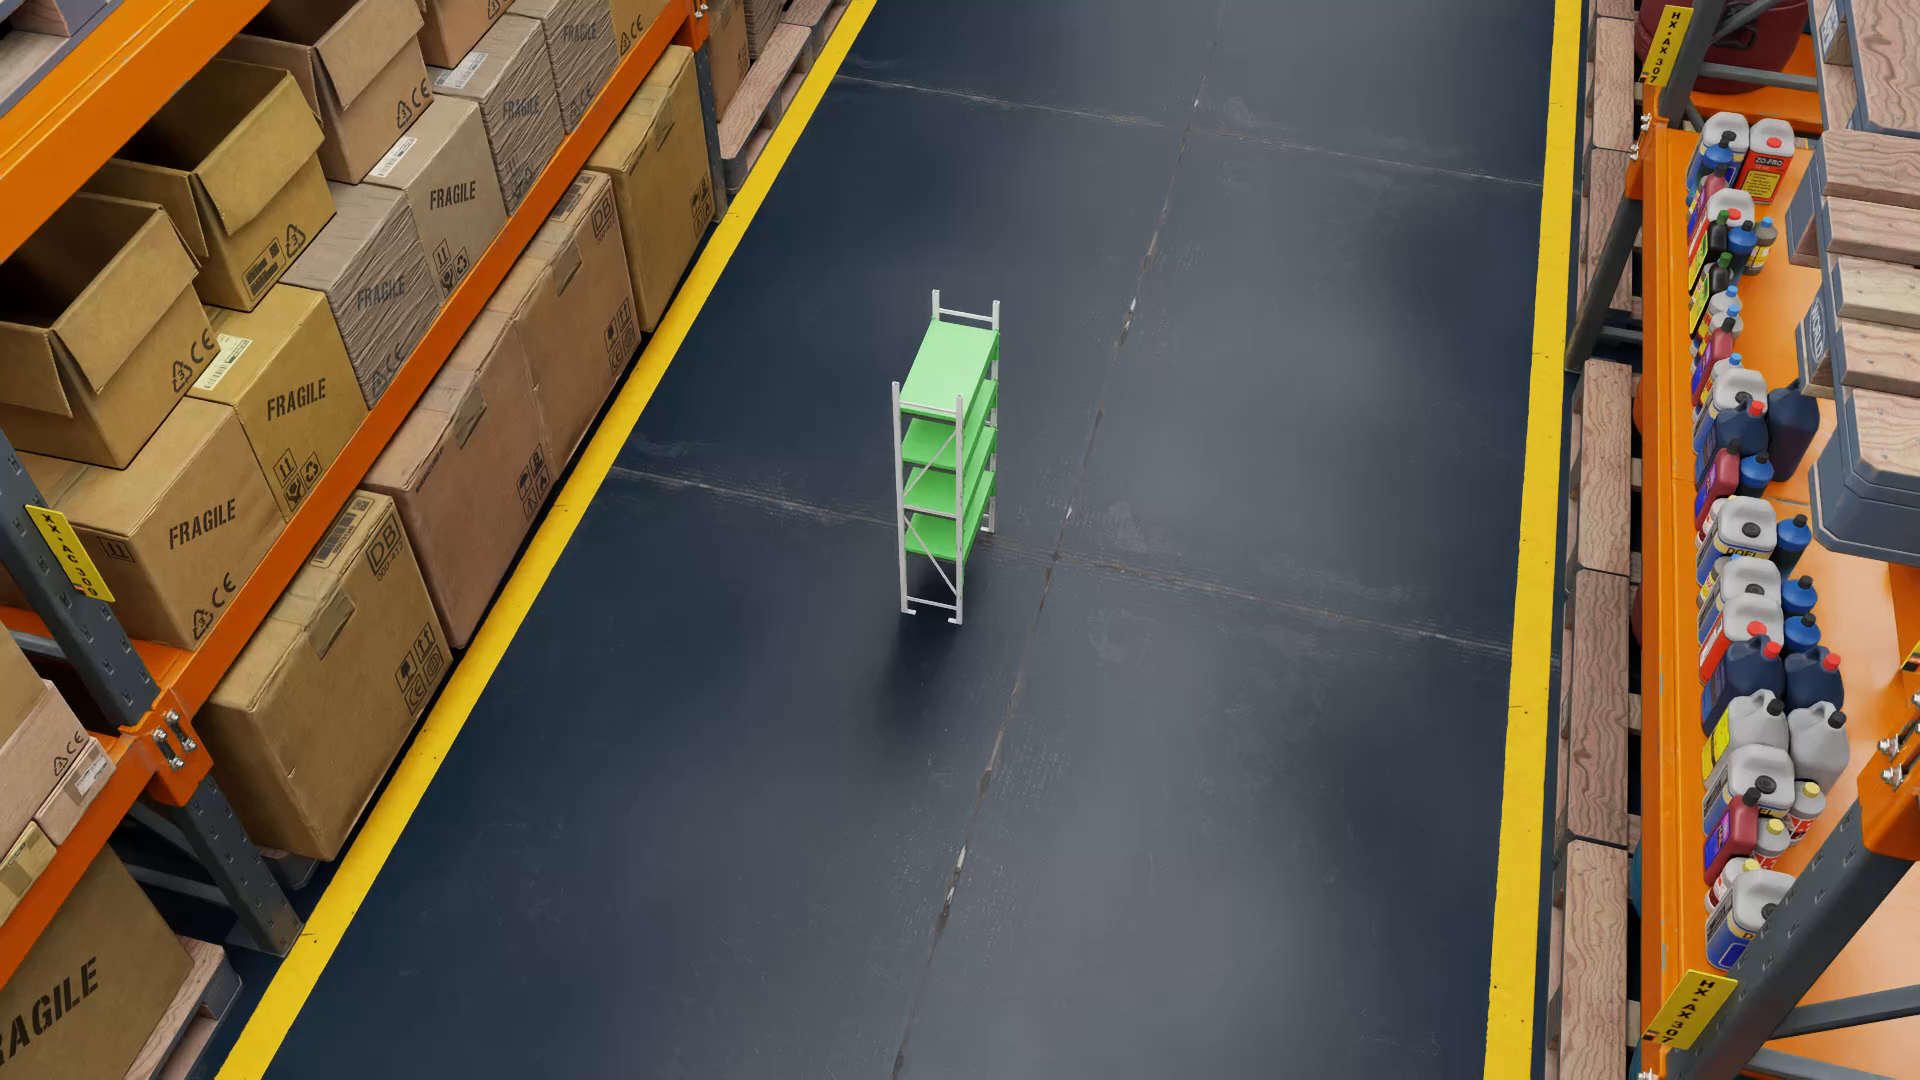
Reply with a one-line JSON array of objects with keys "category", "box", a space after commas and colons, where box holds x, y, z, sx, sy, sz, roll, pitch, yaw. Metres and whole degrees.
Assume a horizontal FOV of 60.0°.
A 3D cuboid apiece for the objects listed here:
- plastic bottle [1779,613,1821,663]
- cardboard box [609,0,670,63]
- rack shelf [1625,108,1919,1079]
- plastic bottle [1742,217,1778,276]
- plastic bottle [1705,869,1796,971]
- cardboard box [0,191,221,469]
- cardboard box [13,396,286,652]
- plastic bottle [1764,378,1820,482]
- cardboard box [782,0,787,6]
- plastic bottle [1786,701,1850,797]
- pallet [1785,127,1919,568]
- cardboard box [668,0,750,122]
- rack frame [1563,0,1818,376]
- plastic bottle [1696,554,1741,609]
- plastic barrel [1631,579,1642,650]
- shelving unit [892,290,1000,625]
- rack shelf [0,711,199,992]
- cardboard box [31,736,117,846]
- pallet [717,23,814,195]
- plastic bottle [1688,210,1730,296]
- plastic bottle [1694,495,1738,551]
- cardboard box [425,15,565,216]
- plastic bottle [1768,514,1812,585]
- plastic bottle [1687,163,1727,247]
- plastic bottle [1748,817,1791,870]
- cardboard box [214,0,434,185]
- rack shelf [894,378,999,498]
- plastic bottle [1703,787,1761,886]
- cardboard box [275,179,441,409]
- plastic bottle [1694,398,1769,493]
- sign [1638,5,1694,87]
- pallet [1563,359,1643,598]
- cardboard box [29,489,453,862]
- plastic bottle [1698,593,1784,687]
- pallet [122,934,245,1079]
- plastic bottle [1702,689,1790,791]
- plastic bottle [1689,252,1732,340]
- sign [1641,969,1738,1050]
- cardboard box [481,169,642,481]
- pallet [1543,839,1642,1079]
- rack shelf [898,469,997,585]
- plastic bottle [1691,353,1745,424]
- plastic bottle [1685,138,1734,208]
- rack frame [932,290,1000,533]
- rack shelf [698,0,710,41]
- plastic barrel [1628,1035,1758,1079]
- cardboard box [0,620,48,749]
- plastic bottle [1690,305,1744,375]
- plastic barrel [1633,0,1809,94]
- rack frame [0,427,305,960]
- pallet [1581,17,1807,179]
[{"category": "plastic bottle", "box": [2.247, 0.293, 4.495, 0.097, 0.271, 0.097, 0, 49, 0]}, {"category": "cardboard box", "box": [-1.515, -2.281, 6.614, 0.500, 0.500, 0.500, 13, 50, 11]}, {"category": "rack shelf", "box": [2.627, 0.009, 5.140, 1.077, 0.370, 4.000, 12, 50, 10]}, {"category": "plastic bottle", "box": [2.731, -1.015, 5.697, 0.097, 0.201, 0.097, 0, 49, 0]}, {"category": "plastic bottle", "box": [1.893, 0.910, 3.948, 0.152, 0.276, 0.135, 12, 50, 10]}, {"category": "cardboard box", "box": [-2.517, -0.589, 4.452, 0.797, 0.503, 0.637, 10, 49, 9]}, {"category": "cardboard box", "box": [-2.315, -0.077, 4.669, 0.500, 0.500, 0.500, 12, 50, 10]}, {"category": "plastic bottle", "box": [2.499, -0.360, 5.019, 0.144, 0.351, 0.185, 12, 50, 10]}, {"category": "cardboard box", "box": [-1.191, -3.275, 8.933, 0.700, 0.500, 0.500, 15, 50, 13]}, {"category": "plastic bottle", "box": [2.166, 0.533, 4.231, 0.144, 0.351, 0.185, 12, 50, 10]}, {"category": "pallet", "box": [2.213, -0.299, 3.057, 1.213, 0.211, 1.003, 12, 50, 10]}, {"category": "cardboard box", "box": [-1.468, -2.460, 8.213, 0.700, 0.500, 0.500, 9, 49, 8]}, {"category": "rack frame", "box": [3.154, -1.676, 6.147, 1.000, 3.000, 0.127, 12, 50, 10]}, {"category": "plastic bottle", "box": [2.161, 0.119, 4.696, 0.097, 0.201, 0.097, 0, 49, 0]}, {"category": "plastic barrel", "box": [2.744, 0.157, 5.858, 0.600, 0.588, 0.708, 12, 50, 10]}, {"category": "shelving unit", "box": [-0.044, -0.277, 6.113, 0.258, 1.200, 0.503, 12, 50, 10]}, {"category": "rack shelf", "box": [-3.204, 1.925, 3.449, 1.077, 0.370, 4.000, 12, 50, 10]}, {"category": "cardboard box", "box": [-2.442, 0.608, 4.299, 0.380, 0.149, 0.250, 12, 50, 10]}, {"category": "pallet", "box": [-1.417, -2.296, 8.554, 1.003, 0.211, 1.213, 12, 50, 10]}, {"category": "plastic bottle", "box": [2.527, -0.966, 5.598, 0.061, 0.283, 0.133, 12, 50, 10]}, {"category": "plastic bottle", "box": [2.222, -0.049, 4.844, 0.097, 0.201, 0.097, 0, 49, 0]}, {"category": "cardboard box", "box": [-1.786, -1.545, 5.965, 0.500, 0.500, 0.500, 10, 49, 9]}, {"category": "plastic bottle", "box": [2.343, 0.028, 4.729, 0.097, 0.271, 0.097, 0, 49, 0]}, {"category": "plastic bottle", "box": [2.597, -1.159, 5.769, 0.061, 0.283, 0.133, 12, 50, 10]}, {"category": "plastic bottle", "box": [1.991, 0.760, 4.130, 0.097, 0.201, 0.097, 0, 49, 0]}, {"category": "cardboard box", "box": [-2.177, -1.535, 5.288, 0.797, 0.503, 0.637, 13, 50, 11]}, {"category": "rack shelf", "box": [-0.044, -0.394, 5.981, 0.258, 0.148, 0.480, 12, 50, 10]}, {"category": "plastic bottle", "box": [1.910, 0.731, 4.101, 0.061, 0.283, 0.133, 12, 50, 10]}, {"category": "cardboard box", "box": [-2.052, -0.802, 5.310, 0.500, 0.500, 0.500, 11, 49, 9]}, {"category": "plastic bottle", "box": [2.317, -0.293, 4.959, 0.144, 0.351, 0.185, 12, 50, 10]}, {"category": "sign", "box": [2.621, -1.833, 6.177, 0.100, 0.325, 0.005, 12, 50, 10]}, {"category": "pallet", "box": [2.986, -0.175, 6.682, 1.003, 0.211, 1.213, 12, 50, 10]}, {"category": "cardboard box", "box": [-2.528, 0.337, 5.508, 1.225, 0.875, 0.875, 12, 50, 10]}, {"category": "plastic bottle", "box": [2.122, 0.281, 4.503, 0.152, 0.276, 0.135, 12, 50, 10]}, {"category": "pallet", "box": [-2.953, 1.697, 5.030, 1.003, 0.211, 1.213, 12, 50, 10]}, {"category": "plastic bottle", "box": [2.027, 0.504, 4.256, 0.144, 0.351, 0.185, 12, 50, 10]}, {"category": "plastic bottle", "box": [2.466, -0.799, 5.451, 0.061, 0.283, 0.133, 12, 50, 10]}, {"category": "sign", "box": [1.571, 1.016, 3.587, 0.100, 0.325, 0.005, 12, 50, 10]}, {"category": "cardboard box", "box": [-2.068, -0.951, 6.644, 1.225, 0.875, 0.875, 12, 50, 10]}, {"category": "pallet", "box": [2.344, 1.590, 5.125, 1.003, 0.211, 1.213, 12, 50, 10]}, {"category": "rack shelf", "box": [-0.044, -0.076, 6.341, 0.258, 0.148, 0.480, 12, 50, 10]}, {"category": "plastic bottle", "box": [2.367, -0.470, 5.169, 0.097, 0.271, 0.097, 0, 49, 0]}, {"category": "plastic bottle", "box": [2.671, -1.306, 5.906, 0.097, 0.271, 0.097, 0, 49, 0]}, {"category": "rack frame", "box": [0.021, -0.454, 6.269, 0.240, 1.200, 0.015, 12, 50, 10]}, {"category": "rack shelf", "box": [-1.098, -3.862, 8.556, 1.077, 0.370, 4.000, 12, 50, 10]}, {"category": "plastic barrel", "box": [2.261, 1.383, 4.567, 0.600, 0.901, 0.708, 12, 50, 10]}, {"category": "cardboard box", "box": [-2.540, 0.328, 3.780, 0.500, 0.500, 0.500, 13, 50, 11]}, {"category": "plastic bottle", "box": [2.428, -0.637, 5.316, 0.097, 0.271, 0.097, 0, 49, 0]}, {"category": "plastic barrel", "box": [2.984, -2.116, 6.445, 0.600, 0.536, 0.708, 12, 50, 10]}, {"category": "rack frame", "box": [-2.677, 0.240, 4.456, 1.000, 3.000, 0.127, 12, 50, 10]}, {"category": "pallet", "box": [3.718, -2.186, 8.457, 1.003, 0.211, 1.213, 12, 50, 10]}]
